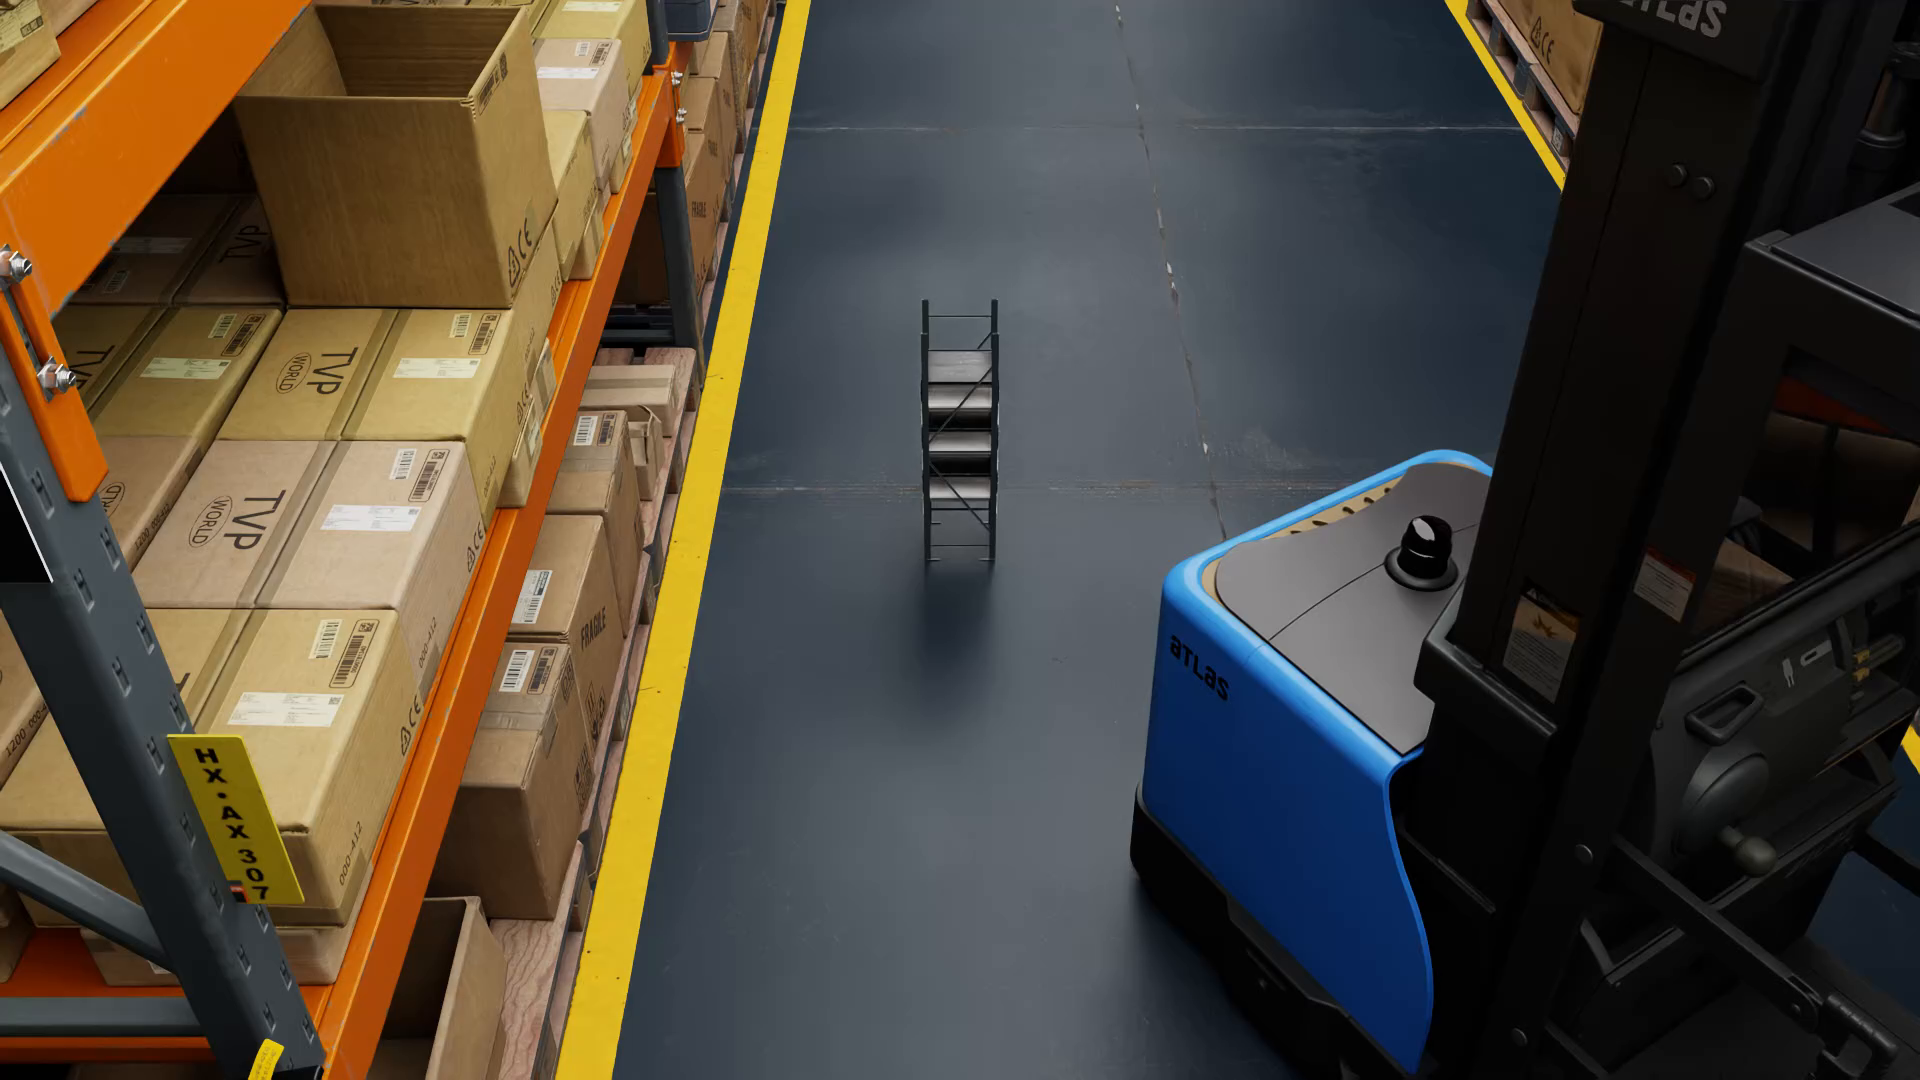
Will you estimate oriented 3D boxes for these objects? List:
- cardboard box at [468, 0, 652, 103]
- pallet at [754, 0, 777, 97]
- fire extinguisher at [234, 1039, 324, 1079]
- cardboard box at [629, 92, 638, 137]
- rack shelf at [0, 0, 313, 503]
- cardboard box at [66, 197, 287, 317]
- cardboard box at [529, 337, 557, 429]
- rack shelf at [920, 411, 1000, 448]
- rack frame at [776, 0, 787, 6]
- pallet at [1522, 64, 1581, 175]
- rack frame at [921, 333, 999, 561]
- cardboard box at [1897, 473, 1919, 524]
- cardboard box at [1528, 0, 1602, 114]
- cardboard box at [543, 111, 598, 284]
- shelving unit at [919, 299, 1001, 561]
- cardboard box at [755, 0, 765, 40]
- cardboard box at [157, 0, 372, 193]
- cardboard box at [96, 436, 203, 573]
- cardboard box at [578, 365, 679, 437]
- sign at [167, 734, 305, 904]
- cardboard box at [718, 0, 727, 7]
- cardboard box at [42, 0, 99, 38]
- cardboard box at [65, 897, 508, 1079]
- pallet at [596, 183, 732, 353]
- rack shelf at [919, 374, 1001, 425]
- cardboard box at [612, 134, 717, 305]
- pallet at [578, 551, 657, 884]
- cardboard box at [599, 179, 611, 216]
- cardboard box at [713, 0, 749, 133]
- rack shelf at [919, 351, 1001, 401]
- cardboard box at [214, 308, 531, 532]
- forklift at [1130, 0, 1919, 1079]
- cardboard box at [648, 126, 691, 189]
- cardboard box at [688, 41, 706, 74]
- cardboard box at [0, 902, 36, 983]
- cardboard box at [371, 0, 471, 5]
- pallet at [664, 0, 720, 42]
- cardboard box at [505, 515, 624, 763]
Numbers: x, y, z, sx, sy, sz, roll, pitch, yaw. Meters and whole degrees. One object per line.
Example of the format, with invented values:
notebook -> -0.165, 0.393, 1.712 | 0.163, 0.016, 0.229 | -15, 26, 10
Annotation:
cardboard box -> -1.257, -1.529, 5.142 | 0.500, 0.250, 0.500 | 1, 39, 1
pallet -> -1.543, -2.736, 8.996 | 1.003, 0.211, 1.213 | 0, 39, 0
fire extinguisher -> -1.035, 0.979, 2.490 | 0.296, 0.674, 0.183 | 0, 39, 0
cardboard box -> -1.227, -1.330, 5.212 | 0.380, 0.149, 0.250 | 1, 39, 1
rack shelf -> -1.499, -1.429, 3.311 | 1.077, 0.370, 4.000 | 0, 39, 0
cardboard box -> -1.759, -0.593, 3.973 | 0.500, 0.250, 0.500 | 0, 39, 0
cardboard box -> -1.196, -0.367, 4.010 | 0.380, 0.149, 0.250 | 1, 39, 1
rack shelf -> 0.000, -0.390, 5.427 | 0.258, 0.077, 0.200 | 0, 39, 0
rack frame -> -1.506, -4.291, 8.706 | 1.000, 3.000, 0.127 | 0, 39, 0
pallet -> 3.382, -1.955, 8.021 | 1.003, 0.211, 1.213 | 0, 39, 0
rack frame -> 0.000, -0.282, 5.383 | 0.240, 0.900, 0.006 | 0, 39, 0
cardboard box -> 3.357, -0.007, 5.074 | 0.875, 0.438, 0.875 | -1, 39, -1
cardboard box -> 3.372, -2.642, 8.012 | 0.875, 0.875, 0.875 | 0, 39, 1
cardboard box -> -1.254, -0.904, 4.362 | 0.500, 0.250, 0.500 | 0, 39, 0
shelving unit -> 0.000, -0.346, 5.462 | 0.258, 0.900, 0.210 | 0, 39, 0
cardboard box -> -1.301, -2.903, 8.636 | 0.500, 0.500, 0.500 | -1, 39, -1
cardboard box -> -1.766, -1.209, 4.142 | 0.500, 0.500, 0.500 | -1, 39, -1
cardboard box -> -1.762, 0.044, 3.179 | 0.500, 0.250, 0.500 | 0, 39, 0
cardboard box -> -1.207, -0.493, 5.911 | 0.380, 0.149, 0.250 | -1, 39, -1
sign -> -0.954, 0.373, 2.193 | 0.100, 0.325, 0.005 | 0, 39, 0
cardboard box -> -1.279, -2.595, 7.734 | 0.380, 0.149, 0.250 | -2, 39, -2
cardboard box -> -1.291, -0.724, 2.058 | 0.380, 0.149, 0.250 | 1, 39, 1
cardboard box -> -1.403, 1.139, 3.590 | 0.797, 0.503, 0.637 | -1, 39, -2
pallet -> -1.540, -1.210, 7.092 | 1.003, 0.211, 1.213 | 0, 39, 0
rack shelf -> 0.000, -0.461, 5.371 | 0.258, 0.077, 0.200 | 0, 39, 0
cardboard box -> -1.277, -1.281, 6.613 | 0.500, 0.500, 0.500 | 2, 39, 2
pallet -> -1.498, 0.493, 4.967 | 1.003, 0.211, 1.213 | 0, 39, 0
cardboard box -> -1.229, -1.003, 4.804 | 0.380, 0.149, 0.250 | 1, 39, 1
cardboard box -> -1.278, -2.251, 7.823 | 0.500, 0.500, 0.500 | -1, 39, -2
rack shelf -> 0.000, -0.531, 5.314 | 0.258, 0.077, 0.200 | 0, 39, 0
cardboard box -> -1.233, -0.262, 3.561 | 0.500, 0.250, 0.500 | -1, 39, -1
forklift -> 1.694, 0.370, 2.945 | 1.130, 2.935, 3.031 | -22, 44, -25
cardboard box -> -1.236, -1.456, 6.313 | 0.380, 0.149, 0.250 | 2, 39, 2
cardboard box -> -1.302, -2.117, 7.138 | 0.380, 0.149, 0.250 | 0, 39, 0
cardboard box -> -1.766, 0.602, 2.801 | 0.380, 0.149, 0.250 | 0, 39, -1
cardboard box -> -1.771, -1.538, 5.152 | 0.500, 0.250, 0.500 | 0, 39, -1
pallet -> -1.393, -2.215, 6.269 | 1.003, 0.211, 1.213 | 0, 39, 0
cardboard box -> -1.266, 0.275, 4.671 | 0.500, 0.500, 0.500 | 1, 39, 1
